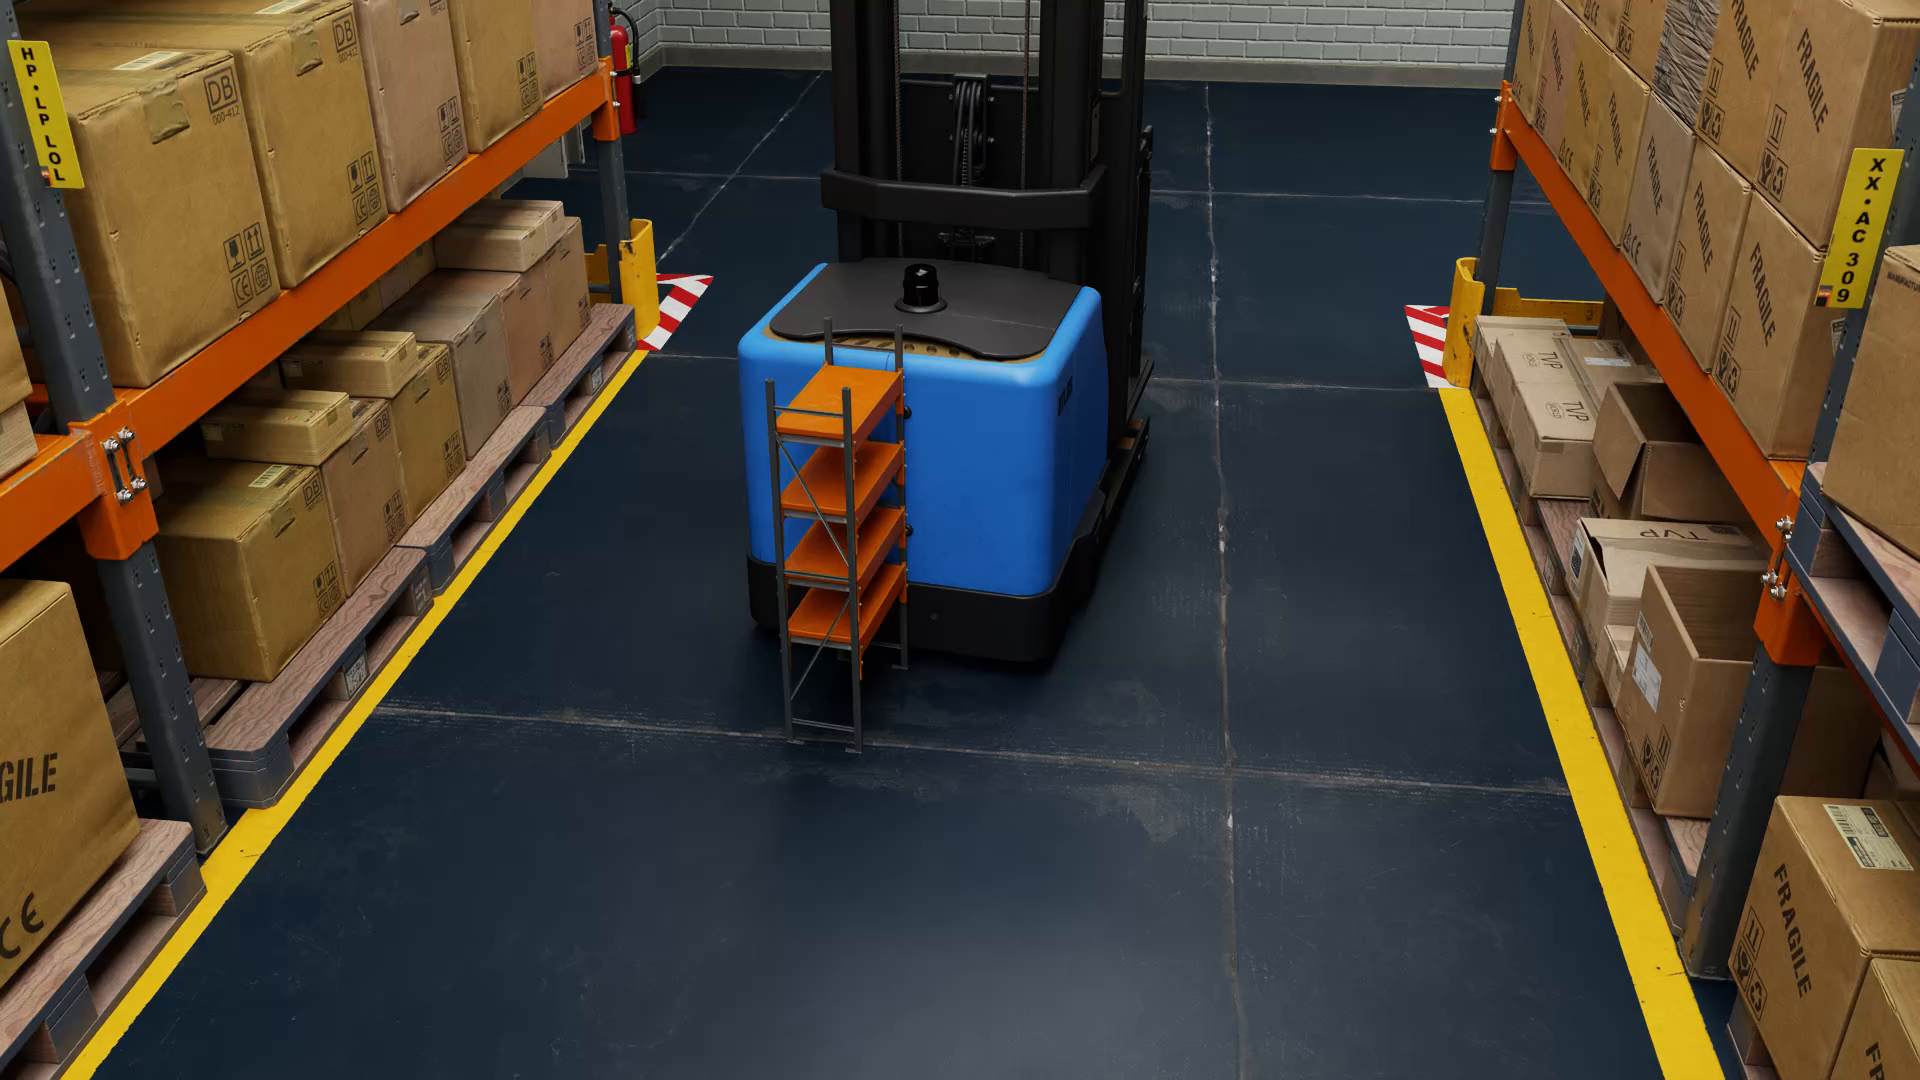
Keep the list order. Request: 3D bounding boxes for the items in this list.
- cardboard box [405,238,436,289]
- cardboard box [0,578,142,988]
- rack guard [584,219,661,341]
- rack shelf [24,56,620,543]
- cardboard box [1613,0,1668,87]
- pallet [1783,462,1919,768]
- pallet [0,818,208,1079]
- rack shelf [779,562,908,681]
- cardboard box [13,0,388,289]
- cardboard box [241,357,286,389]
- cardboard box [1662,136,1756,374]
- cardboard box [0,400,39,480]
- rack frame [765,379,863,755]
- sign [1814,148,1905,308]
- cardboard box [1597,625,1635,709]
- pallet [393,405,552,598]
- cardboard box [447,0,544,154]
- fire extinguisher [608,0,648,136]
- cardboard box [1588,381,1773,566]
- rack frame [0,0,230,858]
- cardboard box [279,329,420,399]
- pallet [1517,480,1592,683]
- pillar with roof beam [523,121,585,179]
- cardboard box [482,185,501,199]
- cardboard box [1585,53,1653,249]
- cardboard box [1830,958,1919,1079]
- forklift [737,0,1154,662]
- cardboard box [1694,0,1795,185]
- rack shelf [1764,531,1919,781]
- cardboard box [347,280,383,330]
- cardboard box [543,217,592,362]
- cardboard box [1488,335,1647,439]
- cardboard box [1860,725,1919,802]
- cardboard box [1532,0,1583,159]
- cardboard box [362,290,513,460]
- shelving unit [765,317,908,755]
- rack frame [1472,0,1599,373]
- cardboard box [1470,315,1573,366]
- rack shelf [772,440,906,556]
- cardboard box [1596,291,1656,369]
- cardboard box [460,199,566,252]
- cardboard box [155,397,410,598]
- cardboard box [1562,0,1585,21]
[{"bbox_3d":[-2.349,-1.129,6.691,0.380,0.149,0.250,4,29,7],"label":"cardboard box"},{"bbox_3d":[-2.528,0.578,3.838,0.750,0.750,0.750,4,29,7],"label":"cardboard box"},{"bbox_3d":[-2.084,-1.291,8.118,1.175,0.500,0.348,3,28,6],"label":"rack guard"},{"bbox_3d":[-2.332,-1.122,5.928,1.077,0.370,4.000,3,28,6],"label":"rack shelf"},{"bbox_3d":[2.329,-1.663,5.015,0.500,0.500,0.500,3,28,6],"label":"cardboard box"},{"bbox_3d":[2.133,0.244,2.838,1.003,0.211,1.213,3,28,6],"label":"pallet"},{"bbox_3d":[-2.597,1.098,3.989,1.003,0.211,1.213,3,28,6],"label":"pallet"},{"bbox_3d":[-0.350,0.228,5.122,0.258,0.148,0.480,7,29,13],"label":"rack shelf"},{"bbox_3d":[-2.400,-1.227,5.048,0.980,0.700,0.700,3,28,5],"label":"cardboard box"},{"bbox_3d":[-2.505,-0.528,5.577,0.380,0.149,0.250,2,28,5],"label":"cardboard box"},{"bbox_3d":[2.208,-0.748,4.370,0.500,0.500,0.500,4,29,8],"label":"cardboard box"},{"bbox_3d":[-2.338,-0.219,3.739,0.380,0.149,0.250,4,29,7],"label":"cardboard box"},{"bbox_3d":[-0.413,0.106,4.789,0.240,1.200,0.015,7,29,13],"label":"rack frame"},{"bbox_3d":[1.800,-0.620,3.325,0.100,0.325,0.005,3,28,6],"label":"sign"},{"bbox_3d":[2.114,0.386,4.913,0.380,0.149,0.250,3,28,6],"label":"cardboard box"},{"bbox_3d":[-2.260,-0.198,6.396,1.003,0.211,1.213,3,28,6],"label":"pallet"},{"bbox_3d":[-2.218,-1.928,6.350,0.980,0.700,0.700,3,28,6],"label":"cardboard box"},{"bbox_3d":[-1.611,-2.226,7.693,0.296,0.674,0.183,3,28,6],"label":"fire extinguisher"},{"bbox_3d":[2.564,-0.190,5.608,0.797,0.503,0.637,3,28,6],"label":"cardboard box"},{"bbox_3d":[-2.577,-0.497,4.010,1.000,3.000,0.127,3,28,6],"label":"rack frame"},{"bbox_3d":[-2.097,-0.609,5.727,0.380,0.149,0.250,3,28,5],"label":"cardboard box"},{"bbox_3d":[2.571,0.118,5.809,1.003,0.211,1.213,3,28,6],"label":"pallet"},{"bbox_3d":[1.658,-6.092,8.070,9.100,9.000,0.400,3,28,6],"label":"pillar with roof beam"},{"bbox_3d":[-2.257,-1.485,7.352,0.380,0.149,0.250,4,29,7],"label":"cardboard box"},{"bbox_3d":[2.328,-1.230,5.264,0.500,0.500,0.500,4,29,7],"label":"cardboard box"},{"bbox_3d":[1.984,1.161,3.103,0.500,0.500,0.500,4,29,7],"label":"cardboard box"},{"bbox_3d":[0.161,-1.579,6.090,1.130,2.935,3.031,7,29,13],"label":"forklift"},{"bbox_3d":[2.204,-1.189,4.135,0.500,0.500,0.500,3,28,5],"label":"cardboard box"},{"bbox_3d":[2.094,1.047,1.902,1.077,0.370,4.000,3,28,6],"label":"rack shelf"},{"bbox_3d":[-2.411,-0.888,6.244,0.380,0.149,0.250,4,29,7],"label":"cardboard box"},{"bbox_3d":[-2.074,-1.129,7.375,0.700,0.500,0.500,3,28,6],"label":"cardboard box"},{"bbox_3d":[2.420,-0.602,6.640,0.500,0.250,0.500,3,28,6],"label":"cardboard box"},{"bbox_3d":[2.605,0.594,4.355,0.500,0.311,0.500,3,28,6],"label":"cardboard box"},{"bbox_3d":[2.455,-1.701,6.139,0.500,0.500,0.500,3,28,6],"label":"cardboard box"},{"bbox_3d":[-2.196,-0.656,6.499,0.700,0.500,0.500,2,28,5],"label":"cardboard box"},{"bbox_3d":[-0.350,-0.006,4.996,0.258,1.200,0.503,7,29,13],"label":"shelving unit"},{"bbox_3d":[2.829,-2.094,6.973,1.000,3.000,0.127,3,28,6],"label":"rack frame"},{"bbox_3d":[2.437,-0.855,7.216,0.380,0.149,0.250,3,28,6],"label":"cardboard box"},{"bbox_3d":[-0.350,-0.144,4.922,0.258,0.148,0.480,7,29,13],"label":"rack shelf"},{"bbox_3d":[3.007,-0.917,6.960,0.500,0.500,0.500,3,28,6],"label":"cardboard box"},{"bbox_3d":[-1.909,-1.343,7.090,0.380,0.149,0.250,3,28,6],"label":"cardboard box"},{"bbox_3d":[-2.319,-0.164,5.584,0.700,0.500,0.500,3,28,6],"label":"cardboard box"},{"bbox_3d":[2.457,-2.138,5.896,0.500,0.500,0.500,4,29,7],"label":"cardboard box"}]
